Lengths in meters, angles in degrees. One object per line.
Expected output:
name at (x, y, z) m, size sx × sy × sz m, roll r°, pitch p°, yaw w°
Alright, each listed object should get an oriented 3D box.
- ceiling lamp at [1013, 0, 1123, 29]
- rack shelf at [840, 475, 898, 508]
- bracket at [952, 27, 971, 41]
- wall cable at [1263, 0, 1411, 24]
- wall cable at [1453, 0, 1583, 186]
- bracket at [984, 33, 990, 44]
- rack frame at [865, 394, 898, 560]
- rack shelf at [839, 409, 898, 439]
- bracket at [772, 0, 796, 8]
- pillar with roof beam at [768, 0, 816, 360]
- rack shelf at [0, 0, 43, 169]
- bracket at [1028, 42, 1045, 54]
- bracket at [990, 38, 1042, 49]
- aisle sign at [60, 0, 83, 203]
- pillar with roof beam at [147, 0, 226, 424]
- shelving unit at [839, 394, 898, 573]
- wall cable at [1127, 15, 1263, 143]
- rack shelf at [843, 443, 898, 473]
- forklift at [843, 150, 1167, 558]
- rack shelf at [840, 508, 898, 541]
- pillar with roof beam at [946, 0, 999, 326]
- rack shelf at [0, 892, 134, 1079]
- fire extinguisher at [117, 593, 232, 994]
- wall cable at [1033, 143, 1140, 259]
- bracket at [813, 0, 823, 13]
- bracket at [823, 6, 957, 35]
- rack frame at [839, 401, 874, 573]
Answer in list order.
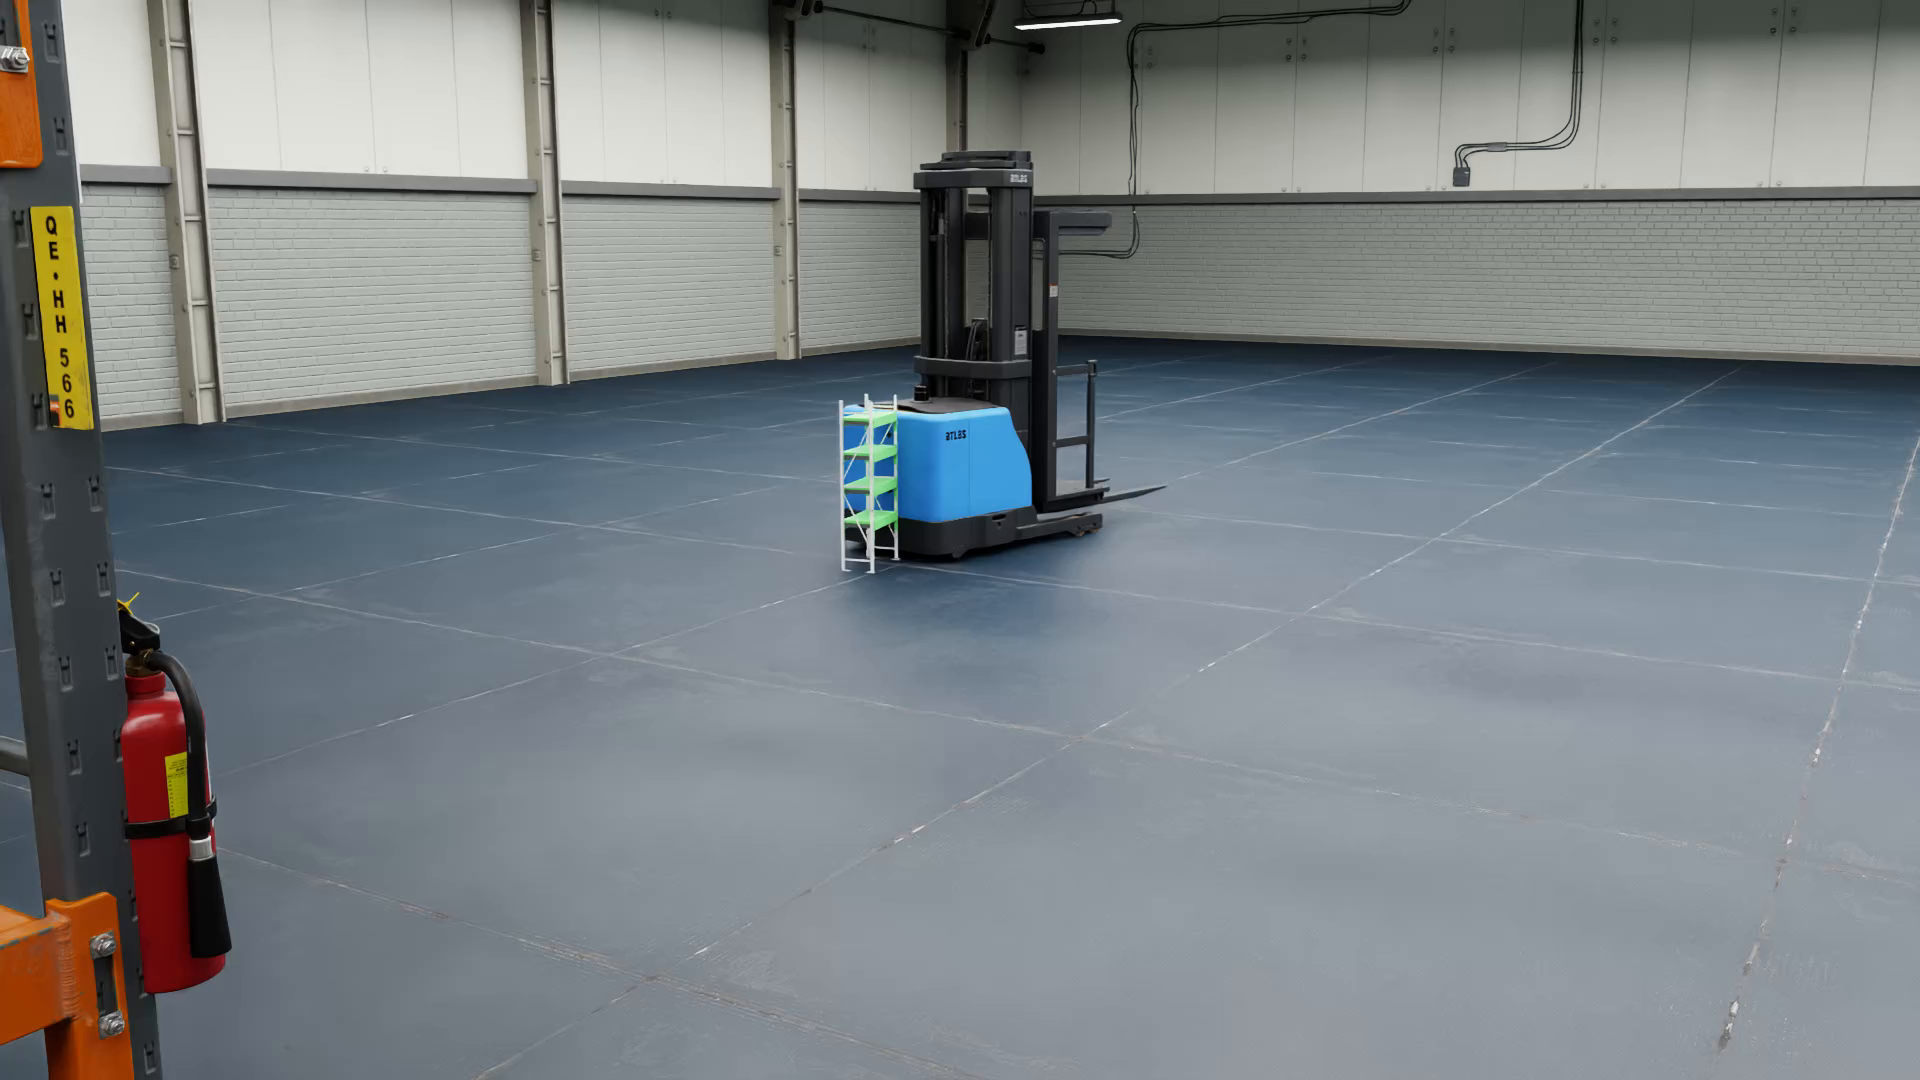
ceiling lamp at (1.991, -10.530, 28.800) m, size 2.000 × 3.185 × 0.800 m, roll 6°, pitch 12°, yaw 31°
rack shelf at (-0.642, -0.346, 11.805) m, size 0.258 × 0.148 × 0.480 m, roll 3°, pitch 11°, yaw 18°
bracket at (0.026, -10.393, 34.146) m, size 0.235 × 0.232 × 0.430 m, roll 6°, pitch 12°, yaw 31°
wall cable at (7.555, -11.697, 33.250) m, size 3.097 × 2.526 × 0.112 m, roll 6°, pitch 12°, yaw 31°
wall cable at (10.703, -9.822, 31.636) m, size 2.305 × 6.003 × 0.169 m, roll 6°, pitch 12°, yaw 31°
bracket at (0.457, -10.523, 34.843) m, size 0.235 × 0.232 × 0.430 m, roll 6°, pitch 12°, yaw 31°
rack frame at (-0.567, -0.452, 12.022) m, size 0.240 × 1.200 × 0.015 m, roll 3°, pitch 11°, yaw 18°
rack shelf at (-0.642, -0.818, 11.717) m, size 0.258 × 0.148 × 0.480 m, roll 3°, pitch 11°, yaw 18°
bracket at (-3.089, -9.449, 29.106) m, size 0.235 × 0.232 × 0.430 m, roll 6°, pitch 12°, yaw 31°
pillar with roof beam at (0.502, -7.368, 27.770) m, size 9.100 × 9.000 × 0.548 m, roll 6°, pitch 12°, yaw 31°
rack shelf at (-2.830, -0.465, 1.005) m, size 1.077 × 0.370 × 4.000 m, roll 6°, pitch 12°, yaw 31°
bracket at (1.687, -10.896, 36.834) m, size 0.235 × 0.232 × 0.430 m, roll 6°, pitch 12°, yaw 31°
bracket at (1.380, -10.803, 36.338) m, size 0.076 × 0.066 × 3.189 m, roll 6°, pitch 12°, yaw 31°
aisle sign at (-1.503, -0.918, 2.555) m, size 0.394 × 0.787 × 0.004 m, roll 6°, pitch 12°, yaw 31°
pillar with roof beam at (-5.728, -5.481, 17.689) m, size 9.100 × 9.000 × 0.400 m, roll 6°, pitch 12°, yaw 31°
shelving unit at (-0.642, -0.409, 11.793) m, size 0.258 × 1.200 × 0.503 m, roll 3°, pitch 11°, yaw 18°
wall cable at (4.910, -9.757, 35.247) m, size 3.097 × 2.526 × 0.112 m, roll 6°, pitch 12°, yaw 31°
rack shelf at (-0.642, -0.582, 11.761) m, size 0.258 × 0.148 × 0.480 m, roll 3°, pitch 11°, yaw 18°
forklift at (0.482, -1.522, 13.031) m, size 1.130 × 2.935 × 3.031 m, roll 10°, pitch 14°, yaw 42°
rack shelf at (-0.642, -0.110, 11.849) m, size 0.258 × 0.148 × 0.480 m, roll 3°, pitch 11°, yaw 18°
pillar with roof beam at (3.617, -8.311, 32.810) m, size 9.100 × 9.000 × 0.548 m, roll 6°, pitch 12°, yaw 31°
rack shelf at (-2.830, 1.009, 1.281) m, size 1.077 × 0.370 × 4.000 m, roll 6°, pitch 12°, yaw 31°
fire extinguisher at (-1.338, 0.405, 2.763) m, size 0.296 × 0.674 × 0.183 m, roll 6°, pitch 12°, yaw 31°
wall cable at (2.597, -7.533, 37.093) m, size 3.097 × 2.526 × 0.112 m, roll 6°, pitch 12°, yaw 31°
bracket at (-2.658, -9.580, 29.803) m, size 0.235 × 0.232 × 0.430 m, roll 6°, pitch 12°, yaw 31°
bracket at (-1.312, -9.988, 31.982) m, size 0.076 × 0.066 × 4.783 m, roll 6°, pitch 12°, yaw 31°
rack frame at (-0.717, -0.366, 11.565) m, size 0.240 × 1.200 × 0.015 m, roll 3°, pitch 11°, yaw 18°
